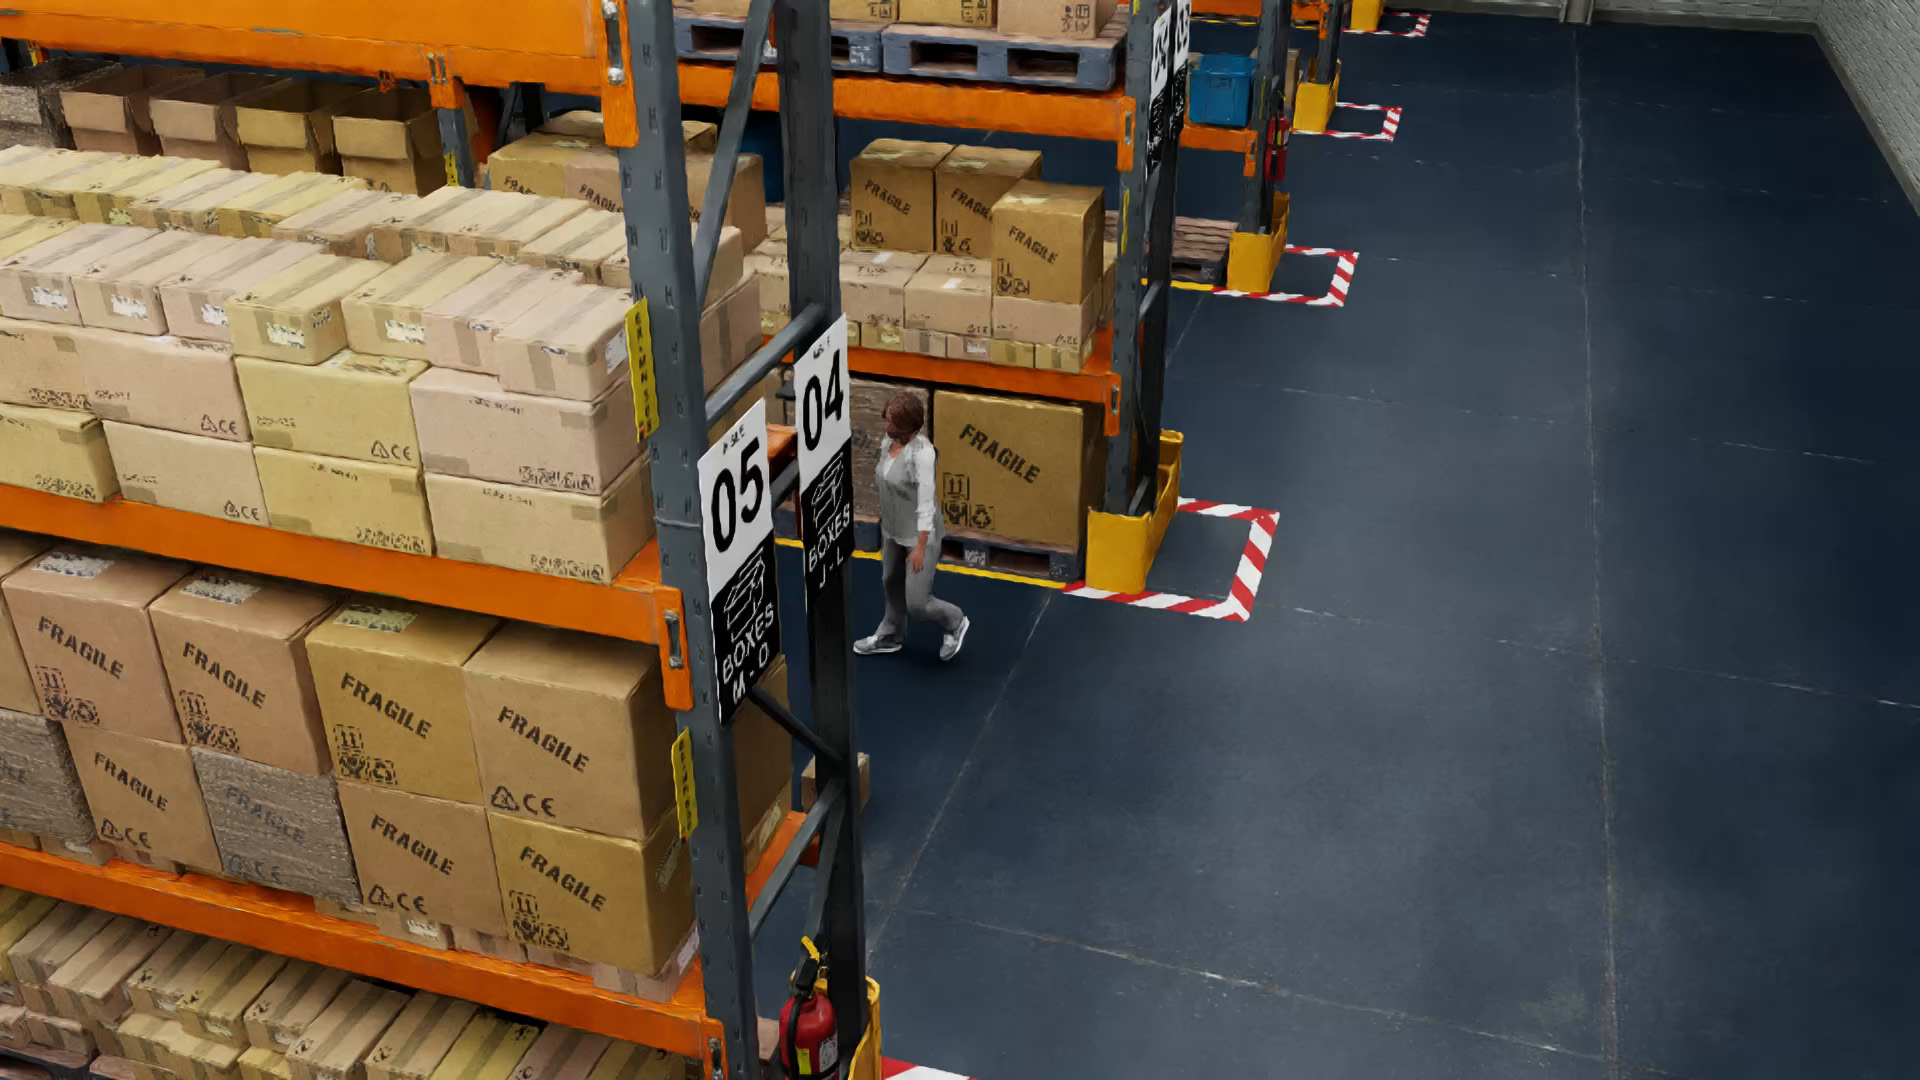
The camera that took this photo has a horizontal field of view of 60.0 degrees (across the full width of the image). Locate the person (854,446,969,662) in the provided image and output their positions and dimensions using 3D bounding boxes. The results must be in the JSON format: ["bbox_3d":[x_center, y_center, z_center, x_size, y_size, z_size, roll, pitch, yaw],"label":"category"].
[{"bbox_3d":[-0.234,0.053,8.611,0.498,1.358,0.560,-19,35,-30],"label":"person"}]
